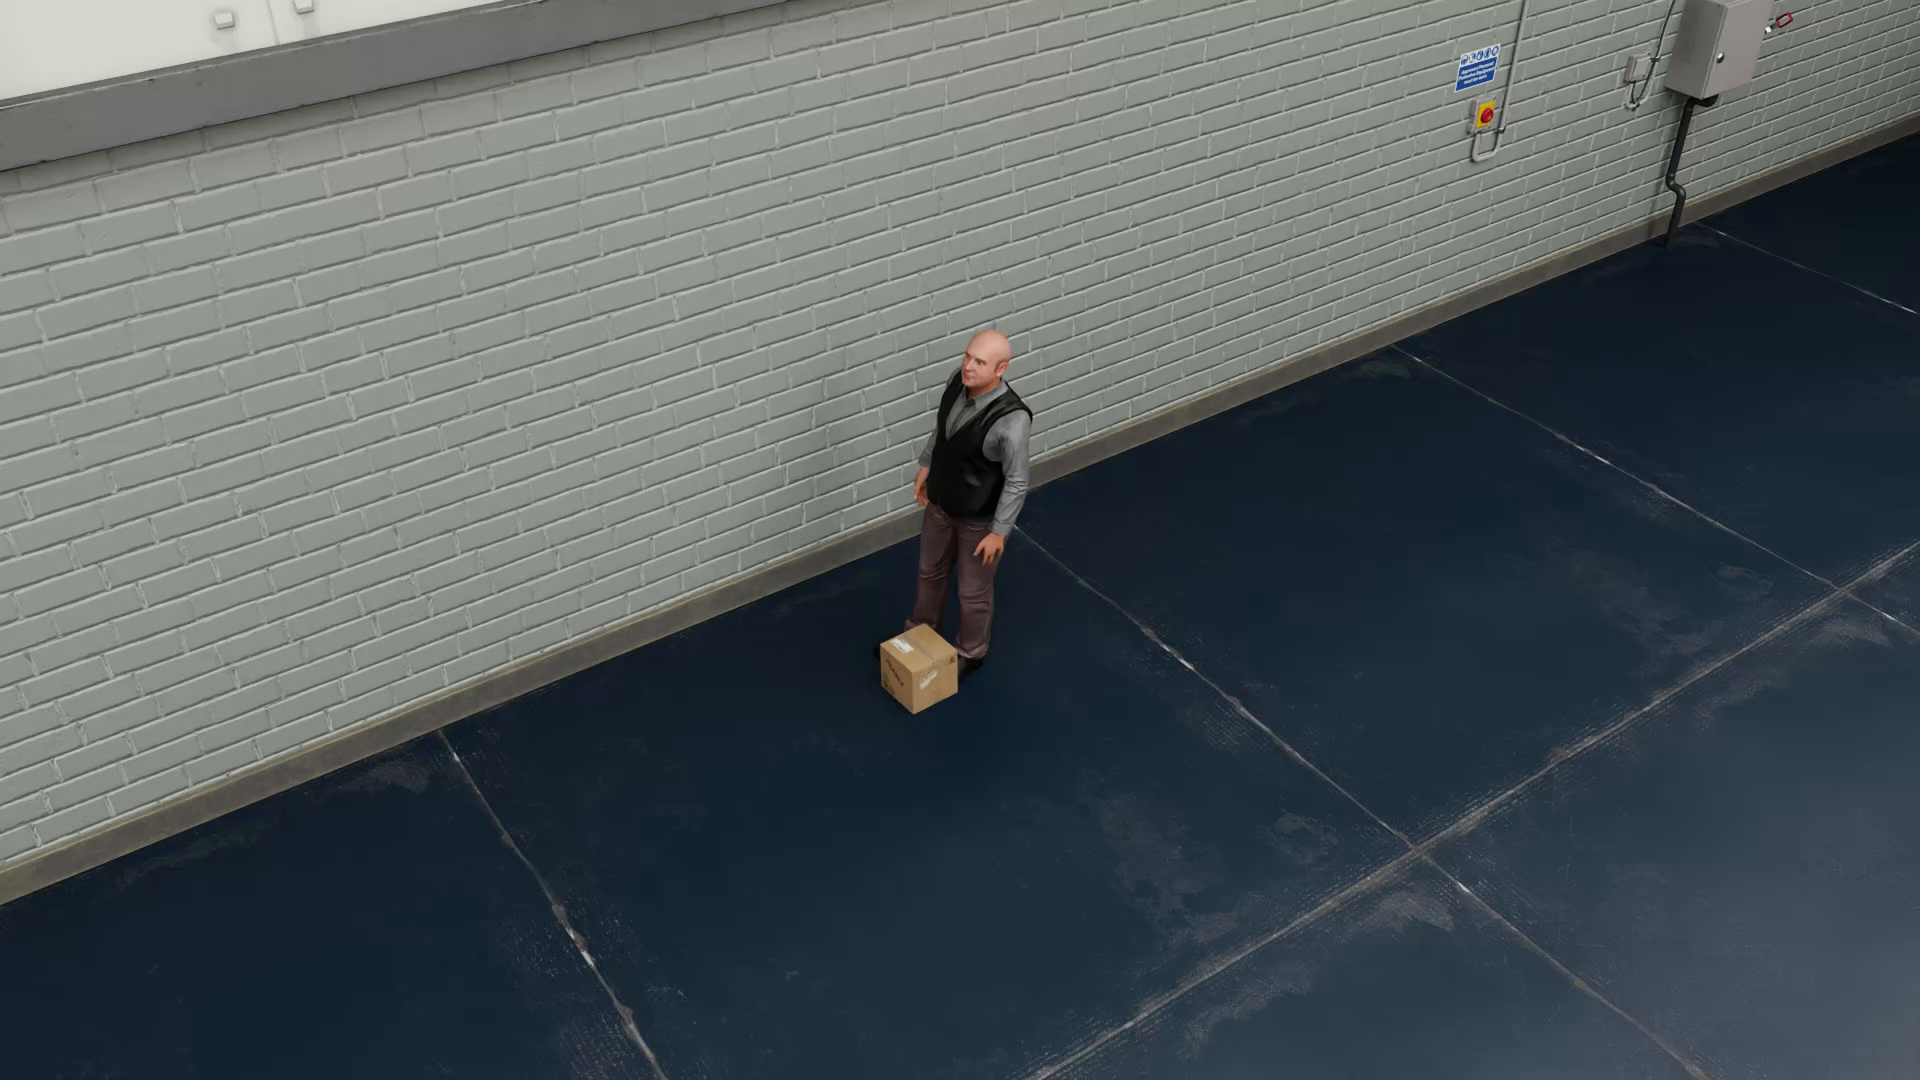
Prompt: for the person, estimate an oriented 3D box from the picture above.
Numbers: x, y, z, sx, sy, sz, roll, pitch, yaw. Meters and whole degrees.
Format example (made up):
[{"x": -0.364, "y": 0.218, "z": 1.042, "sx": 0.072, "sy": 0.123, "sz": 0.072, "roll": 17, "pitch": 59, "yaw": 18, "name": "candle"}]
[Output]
[{"x": -0.023, "y": -0.114, "z": 7.166, "sx": 0.552, "sy": 1.721, "sz": 0.626, "roll": -22, "pitch": 42, "yaw": -28, "name": "person"}]
